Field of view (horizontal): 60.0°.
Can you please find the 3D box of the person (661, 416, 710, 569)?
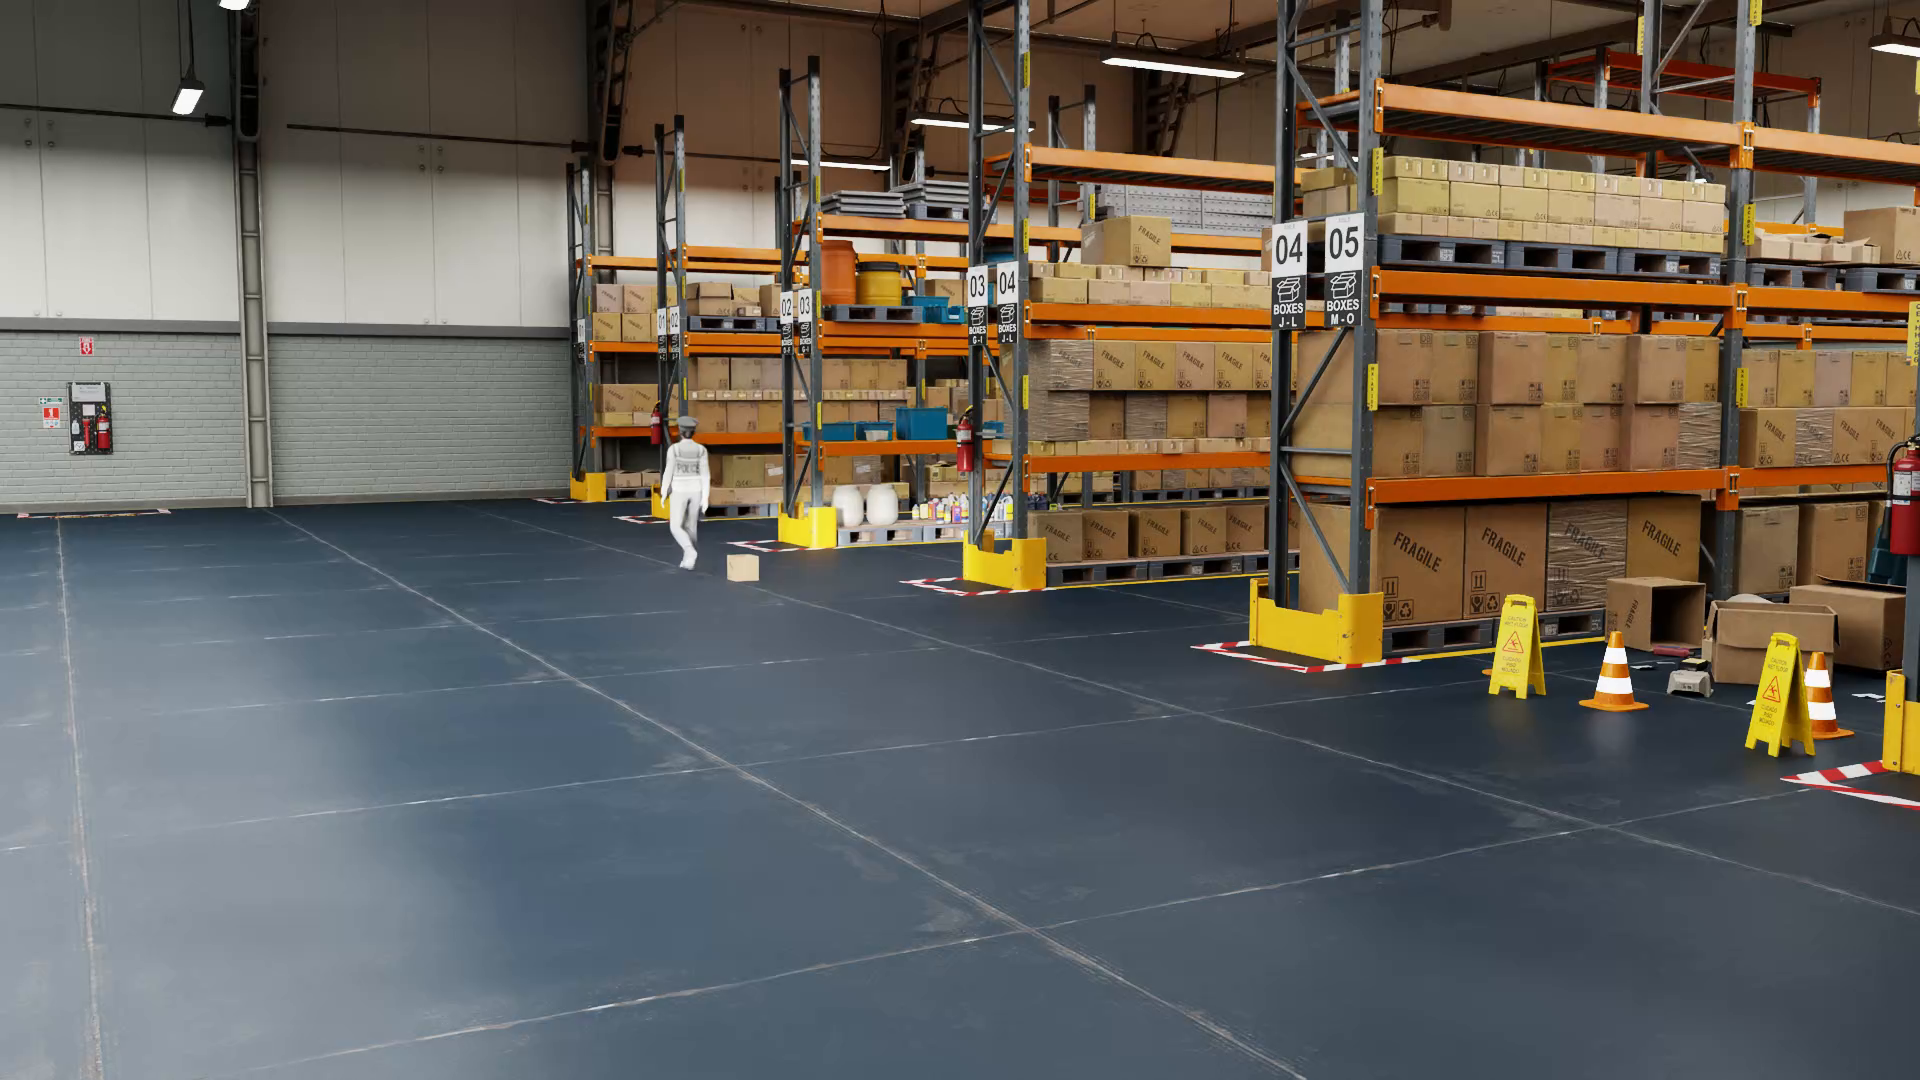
[{"bbox_3d":[-2.921,-0.492,17.722,0.494,1.652,0.808,-3,6,-28],"label":"person"}]
